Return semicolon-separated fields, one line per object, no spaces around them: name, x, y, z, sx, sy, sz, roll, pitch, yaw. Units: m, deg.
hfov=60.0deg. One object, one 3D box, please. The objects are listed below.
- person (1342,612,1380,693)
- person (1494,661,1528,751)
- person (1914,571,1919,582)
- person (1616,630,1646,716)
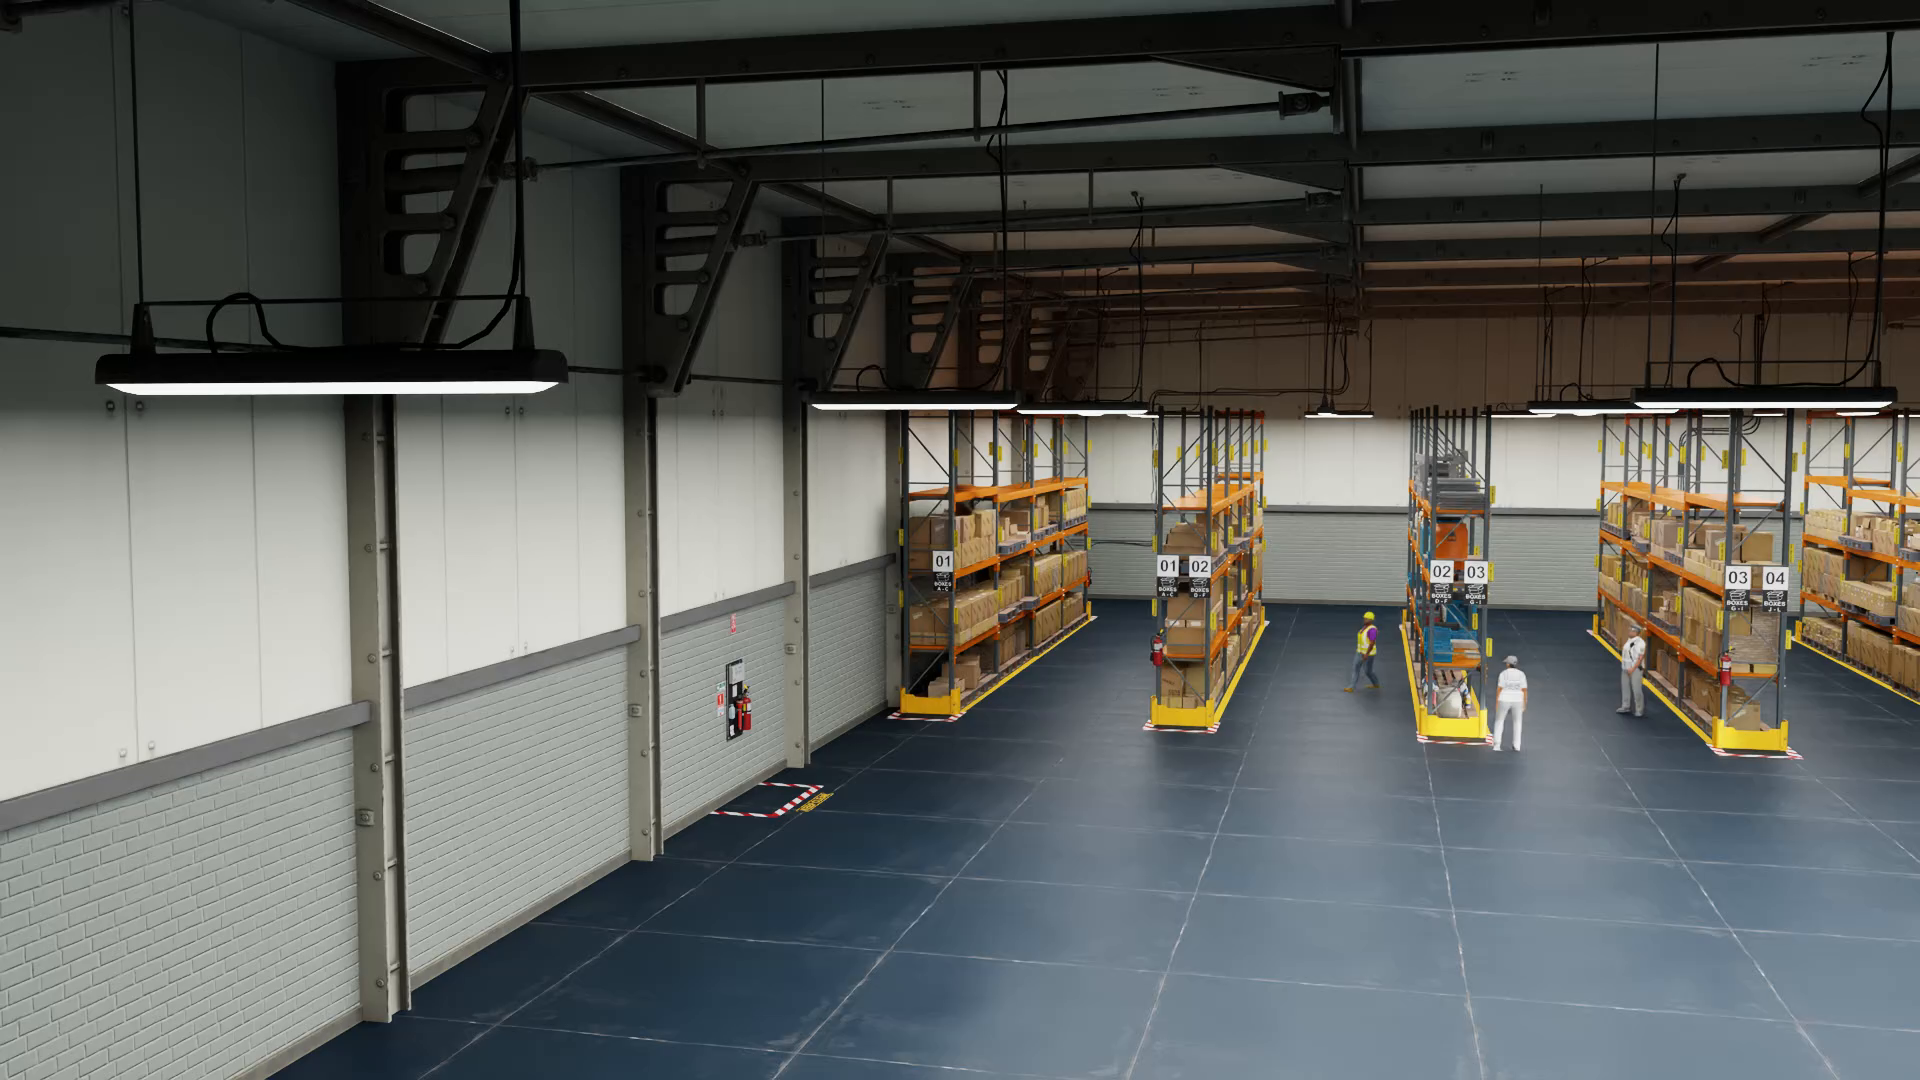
person;8.503;2.368;34.843;0.976;1.711;0.569;-3;5;-35
person;9.547;2.845;28.823;0.543;1.667;0.467;1;4;18
person;26.527;1.615;45.863;0.460;1.680;0.502;2;5;31
person;13.104;2.557;32.447;0.442;1.769;0.565;-2;4;-23
